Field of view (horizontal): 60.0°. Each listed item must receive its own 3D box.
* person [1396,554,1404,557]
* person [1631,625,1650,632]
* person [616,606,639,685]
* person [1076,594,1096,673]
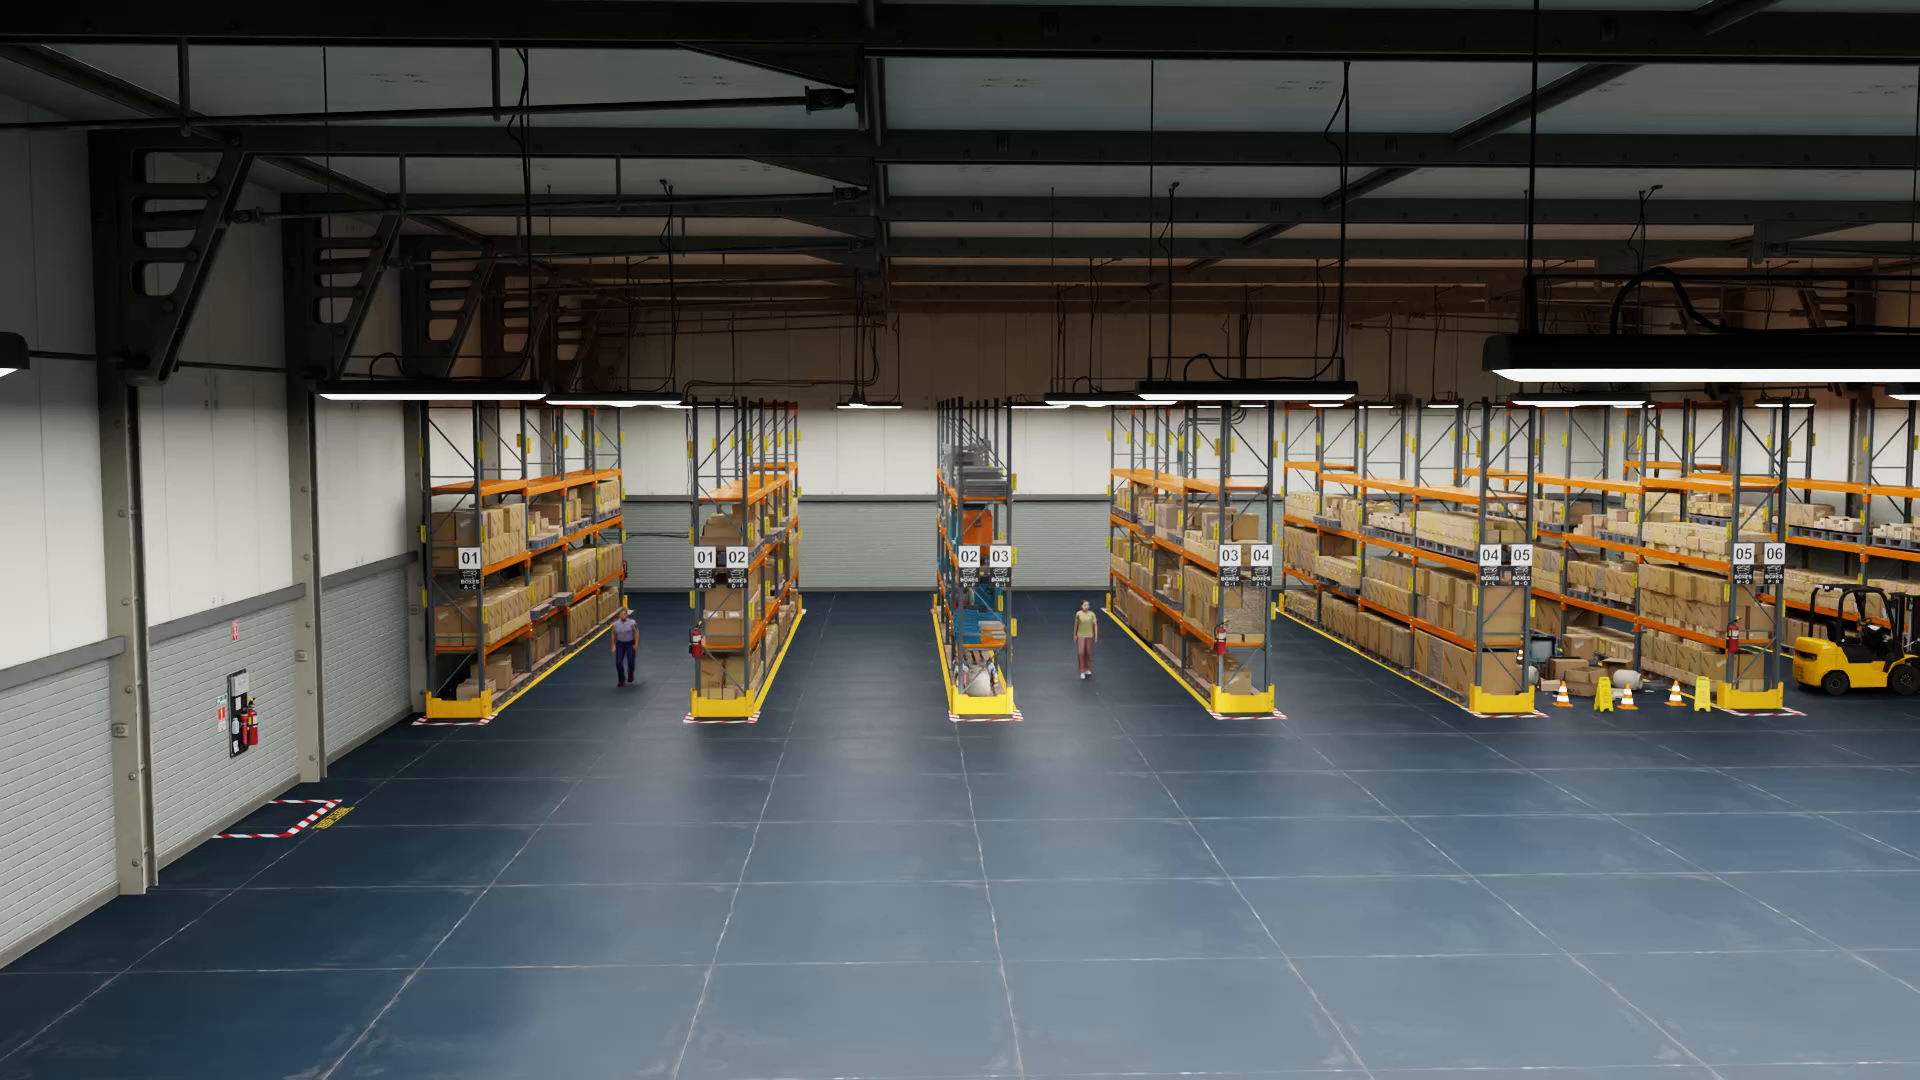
[{"bbox_3d":[12.238,1.254,46.421,0.502,1.800,0.588,1,4,7],"label":"person"},{"bbox_3d":[17.697,1.590,43.109,0.515,1.591,0.401,2,5,27],"label":"person"},{"bbox_3d":[-6.983,2.214,34.807,0.401,1.668,0.493,3,5,36],"label":"person"},{"bbox_3d":[2.714,2.010,35.983,0.380,1.699,0.518,-4,6,-42],"label":"person"}]
